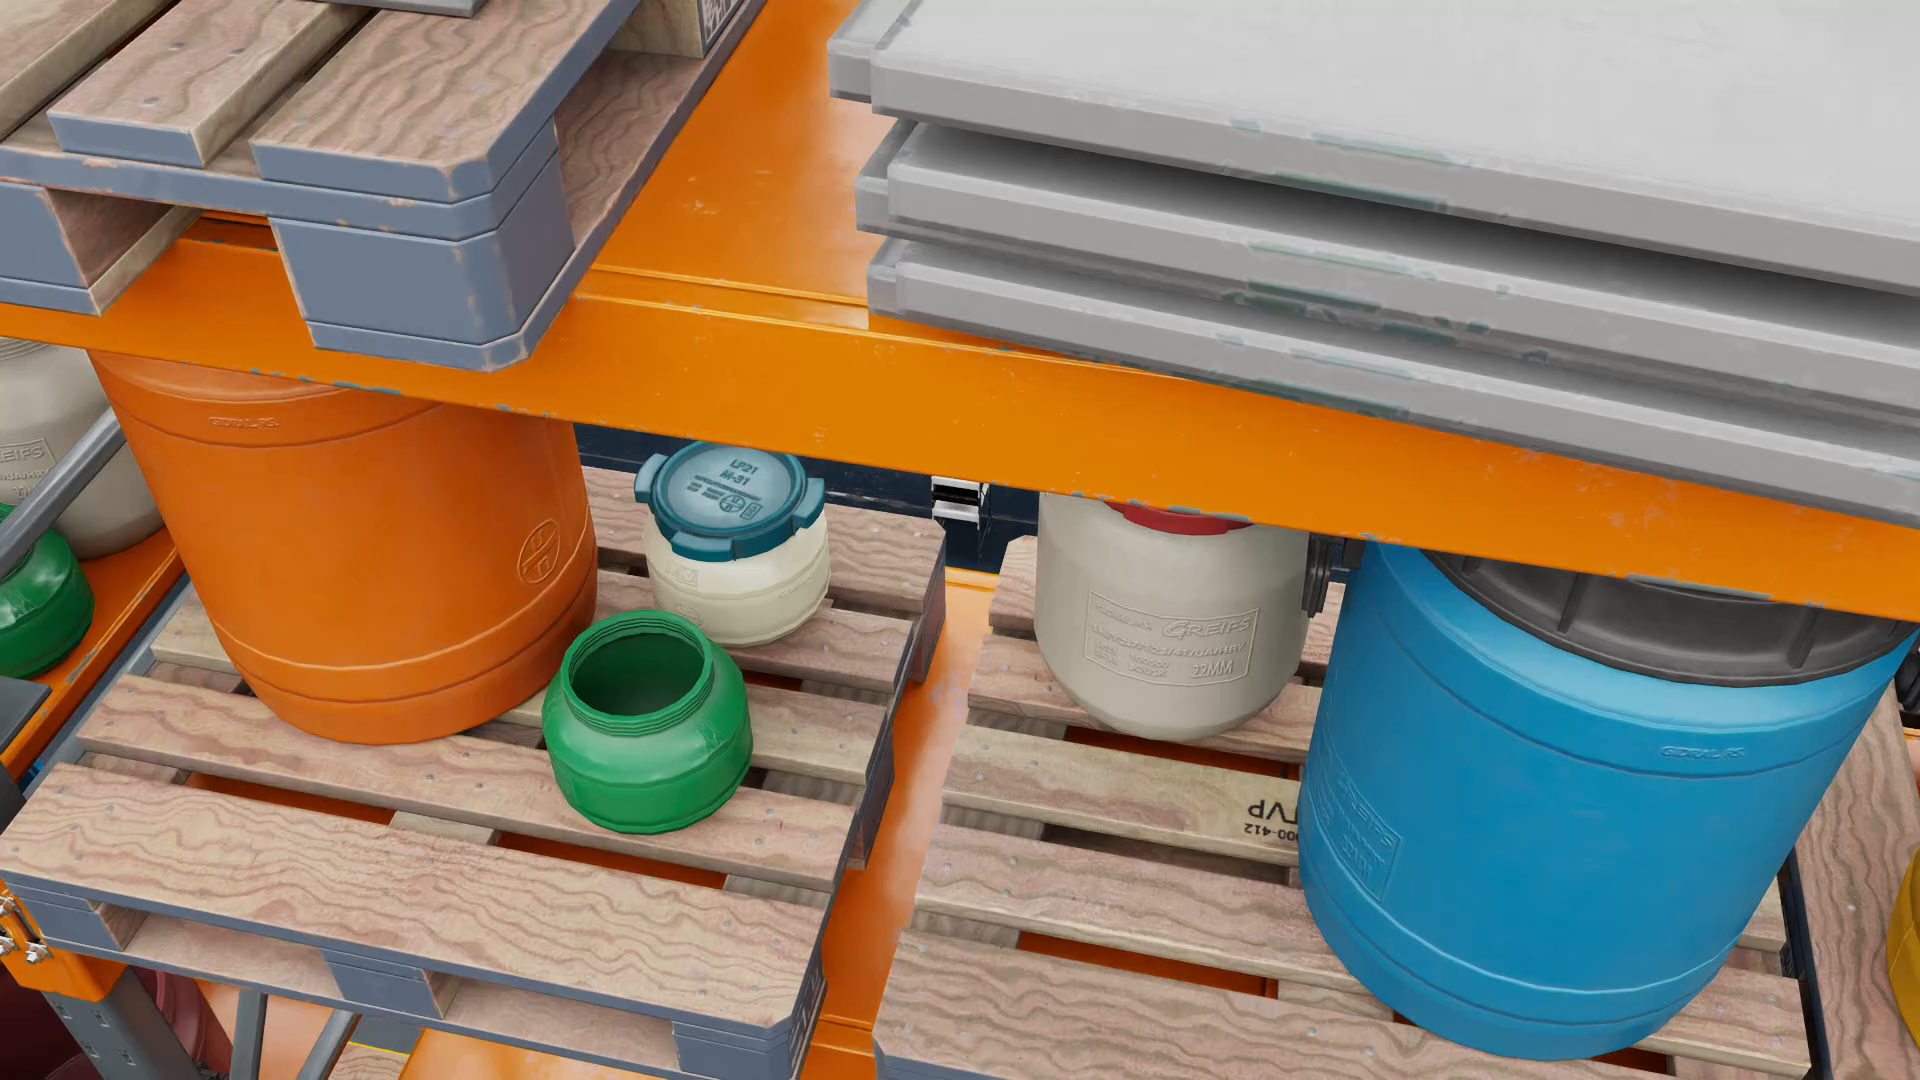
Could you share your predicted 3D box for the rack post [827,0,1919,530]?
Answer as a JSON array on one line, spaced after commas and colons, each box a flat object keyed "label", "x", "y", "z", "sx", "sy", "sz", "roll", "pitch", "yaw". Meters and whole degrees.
[{"label": "rack post", "x": 0.462, "y": -0.474, "z": 1.574, "sx": 0.954, "sy": 0.300, "sz": 0.937, "roll": 13, "pitch": 45, "yaw": 13}]

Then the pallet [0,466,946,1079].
[{"label": "pallet", "x": -0.713, "y": 0.292, "z": 2.717, "sx": 1.213, "sy": 0.211, "sz": 1.003, "roll": 9, "pitch": 45, "yaw": 9}]

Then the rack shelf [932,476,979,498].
[{"label": "rack shelf", "x": 0.008, "y": -0.299, "z": 6.920, "sx": 0.200, "sy": 0.077, "sz": 0.258, "roll": 9, "pitch": 45, "yaw": 9}]

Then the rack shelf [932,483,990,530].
[{"label": "rack shelf", "x": 0.008, "y": -0.169, "z": 7.045, "sx": 0.200, "sy": 0.077, "sz": 0.258, "roll": 9, "pitch": 45, "yaw": 9}]

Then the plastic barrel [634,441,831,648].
[{"label": "plastic barrel", "x": -0.360, "y": 0.003, "z": 2.678, "sx": 0.301, "sy": 0.262, "sz": 0.301, "roll": 0, "pitch": 44, "yaw": 0}]

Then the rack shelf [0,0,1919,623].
[{"label": "rack shelf", "x": 0.514, "y": -0.333, "z": 1.874, "sx": 4.000, "sy": 0.370, "sz": 1.077, "roll": 9, "pitch": 45, "yaw": 9}]

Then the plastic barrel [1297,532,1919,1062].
[{"label": "plastic barrel", "x": 0.766, "y": 0.160, "z": 2.053, "sx": 0.708, "sy": 0.901, "sz": 0.600, "roll": 9, "pitch": 45, "yaw": 9}]

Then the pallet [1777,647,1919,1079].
[{"label": "pallet", "x": 1.679, "y": 0.663, "z": 2.332, "sx": 1.003, "sy": 0.211, "sz": 1.213, "roll": 9, "pitch": 45, "yaw": 9}]

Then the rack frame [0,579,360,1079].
[{"label": "rack frame", "x": -1.438, "y": 1.122, "z": 3.881, "sx": 0.127, "sy": 3.000, "sz": 1.000, "roll": 9, "pitch": 45, "yaw": 9}]

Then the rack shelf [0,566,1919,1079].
[{"label": "rack shelf", "x": 0.514, "y": 0.604, "z": 2.776, "sx": 4.000, "sy": 0.370, "sz": 1.077, "roll": 9, "pitch": 45, "yaw": 9}]

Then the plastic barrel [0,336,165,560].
[{"label": "plastic barrel", "x": -1.674, "y": -0.253, "z": 3.066, "sx": 0.421, "sy": 0.512, "sz": 0.421, "roll": 0, "pitch": 44, "yaw": 0}]

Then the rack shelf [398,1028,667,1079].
[{"label": "rack shelf", "x": 0.514, "y": 1.684, "z": 3.816, "sx": 4.000, "sy": 0.370, "sz": 1.077, "roll": 9, "pitch": 45, "yaw": 9}]

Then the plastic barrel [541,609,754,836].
[{"label": "plastic barrel", "x": -0.454, "y": 0.262, "z": 2.421, "sx": 0.294, "sy": 0.245, "sz": 0.294, "roll": 0, "pitch": 44, "yaw": 0}]

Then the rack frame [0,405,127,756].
[{"label": "rack frame", "x": -1.438, "y": -1.039, "z": 1.801, "sx": 0.127, "sy": 3.000, "sz": 1.000, "roll": 9, "pitch": 45, "yaw": 9}]

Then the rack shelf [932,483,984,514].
[{"label": "rack shelf", "x": 0.008, "y": -0.234, "z": 6.982, "sx": 0.200, "sy": 0.077, "sz": 0.258, "roll": 9, "pitch": 45, "yaw": 9}]

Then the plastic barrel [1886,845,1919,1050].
[{"label": "plastic barrel", "x": 1.530, "y": 0.427, "z": 2.002, "sx": 0.600, "sy": 0.588, "sz": 0.600, "roll": 0, "pitch": 44, "yaw": 0}]

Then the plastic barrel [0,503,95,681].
[{"label": "plastic barrel", "x": -1.690, "y": 0.095, "z": 2.898, "sx": 0.294, "sy": 0.245, "sz": 0.294, "roll": 0, "pitch": 44, "yaw": 0}]

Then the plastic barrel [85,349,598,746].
[{"label": "plastic barrel", "x": -0.885, "y": -0.177, "z": 2.455, "sx": 0.708, "sy": 0.830, "sz": 0.600, "roll": 9, "pitch": 45, "yaw": 9}]

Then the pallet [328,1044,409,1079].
[{"label": "pallet", "x": -2.186, "y": 1.983, "z": 4.997, "sx": 1.213, "sy": 0.211, "sz": 1.003, "roll": 9, "pitch": 45, "yaw": 9}]

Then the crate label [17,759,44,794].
[{"label": "crate label", "x": -2.349, "y": 0.776, "z": 4.215, "sx": 0.616, "sy": 0.435, "sz": 0.502, "roll": 9, "pitch": 45, "yaw": 9}]

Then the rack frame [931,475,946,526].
[{"label": "rack frame", "x": -0.091, "y": -0.338, "z": 6.913, "sx": 0.006, "sy": 0.900, "sz": 0.240, "roll": 9, "pitch": 45, "yaw": 9}]

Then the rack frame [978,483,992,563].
[{"label": "rack frame", "x": 0.107, "y": -0.308, "z": 6.881, "sx": 0.006, "sy": 0.900, "sz": 0.240, "roll": 9, "pitch": 45, "yaw": 9}]

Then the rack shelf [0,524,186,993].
[{"label": "rack shelf", "x": -3.390, "y": -0.002, "z": 3.405, "sx": 4.000, "sy": 0.370, "sz": 1.077, "roll": 9, "pitch": 45, "yaw": 9}]

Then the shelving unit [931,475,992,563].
[{"label": "shelving unit", "x": 0.008, "y": -0.323, "z": 6.897, "sx": 0.210, "sy": 0.900, "sz": 0.258, "roll": 9, "pitch": 45, "yaw": 9}]

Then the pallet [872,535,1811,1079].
[{"label": "pallet", "x": 0.572, "y": 0.493, "z": 2.508, "sx": 1.213, "sy": 0.211, "sz": 1.003, "roll": 9, "pitch": 45, "yaw": 9}]

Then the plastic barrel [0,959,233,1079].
[{"label": "plastic barrel", "x": -1.957, "y": 1.208, "z": 3.694, "sx": 0.708, "sy": 0.536, "sz": 0.600, "roll": 9, "pitch": 45, "yaw": 9}]

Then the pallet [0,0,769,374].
[{"label": "pallet", "x": -0.741, "y": -0.697, "z": 1.870, "sx": 1.003, "sy": 0.211, "sz": 1.213, "roll": 9, "pitch": 45, "yaw": 9}]

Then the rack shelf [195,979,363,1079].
[{"label": "rack shelf", "x": -3.390, "y": 1.079, "z": 4.445, "sx": 4.000, "sy": 0.370, "sz": 1.077, "roll": 9, "pitch": 45, "yaw": 9}]

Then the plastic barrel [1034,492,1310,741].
[{"label": "plastic barrel", "x": 0.325, "y": 0.008, "z": 2.475, "sx": 0.433, "sy": 0.535, "sz": 0.433, "roll": 0, "pitch": 44, "yaw": 0}]

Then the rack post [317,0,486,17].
[{"label": "rack post", "x": -0.722, "y": -0.930, "z": 1.742, "sx": 0.937, "sy": 0.300, "sz": 0.954, "roll": 9, "pitch": 45, "yaw": 9}]
